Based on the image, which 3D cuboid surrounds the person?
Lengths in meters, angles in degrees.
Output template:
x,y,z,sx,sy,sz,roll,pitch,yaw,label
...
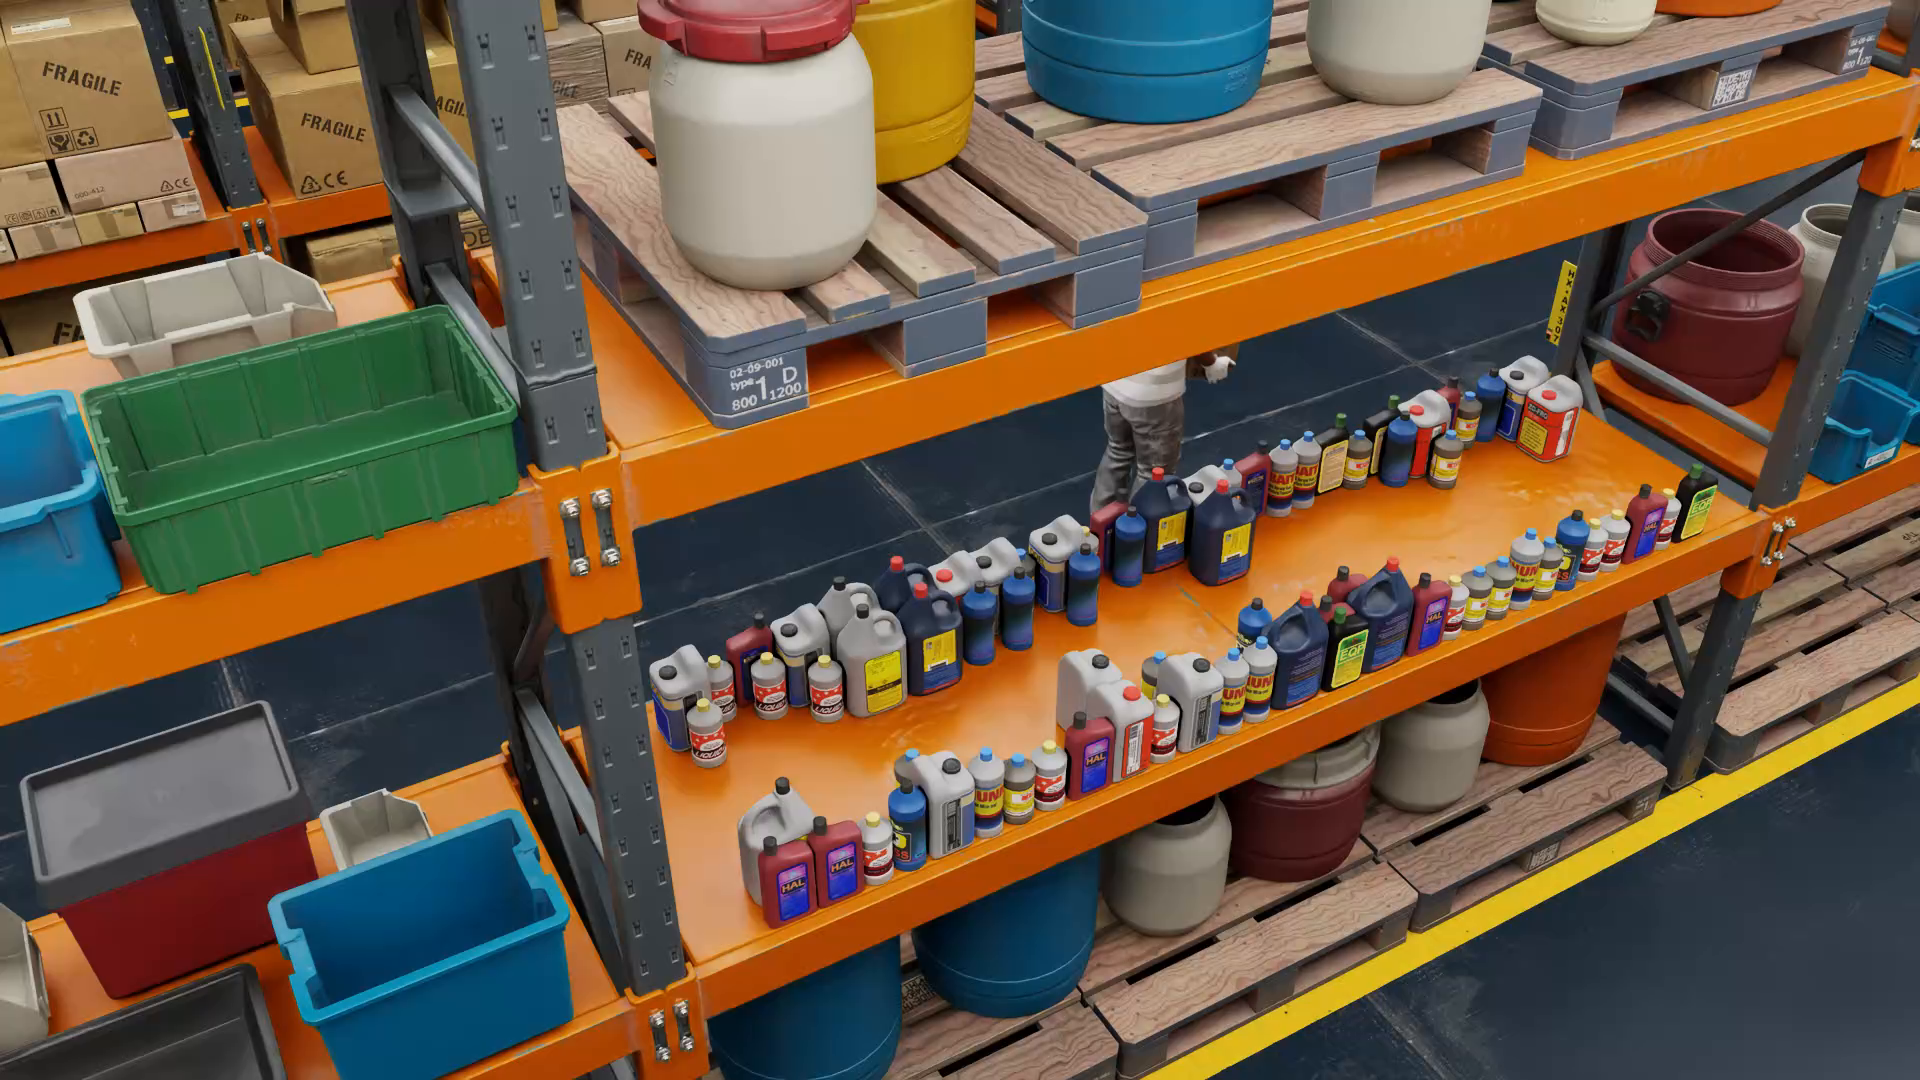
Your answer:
x,y,z,sx,sy,sz,roll,pitch,yaw,label
0.845,-0.717,7.055,0.569,1.720,0.488,-18,40,-23,person
